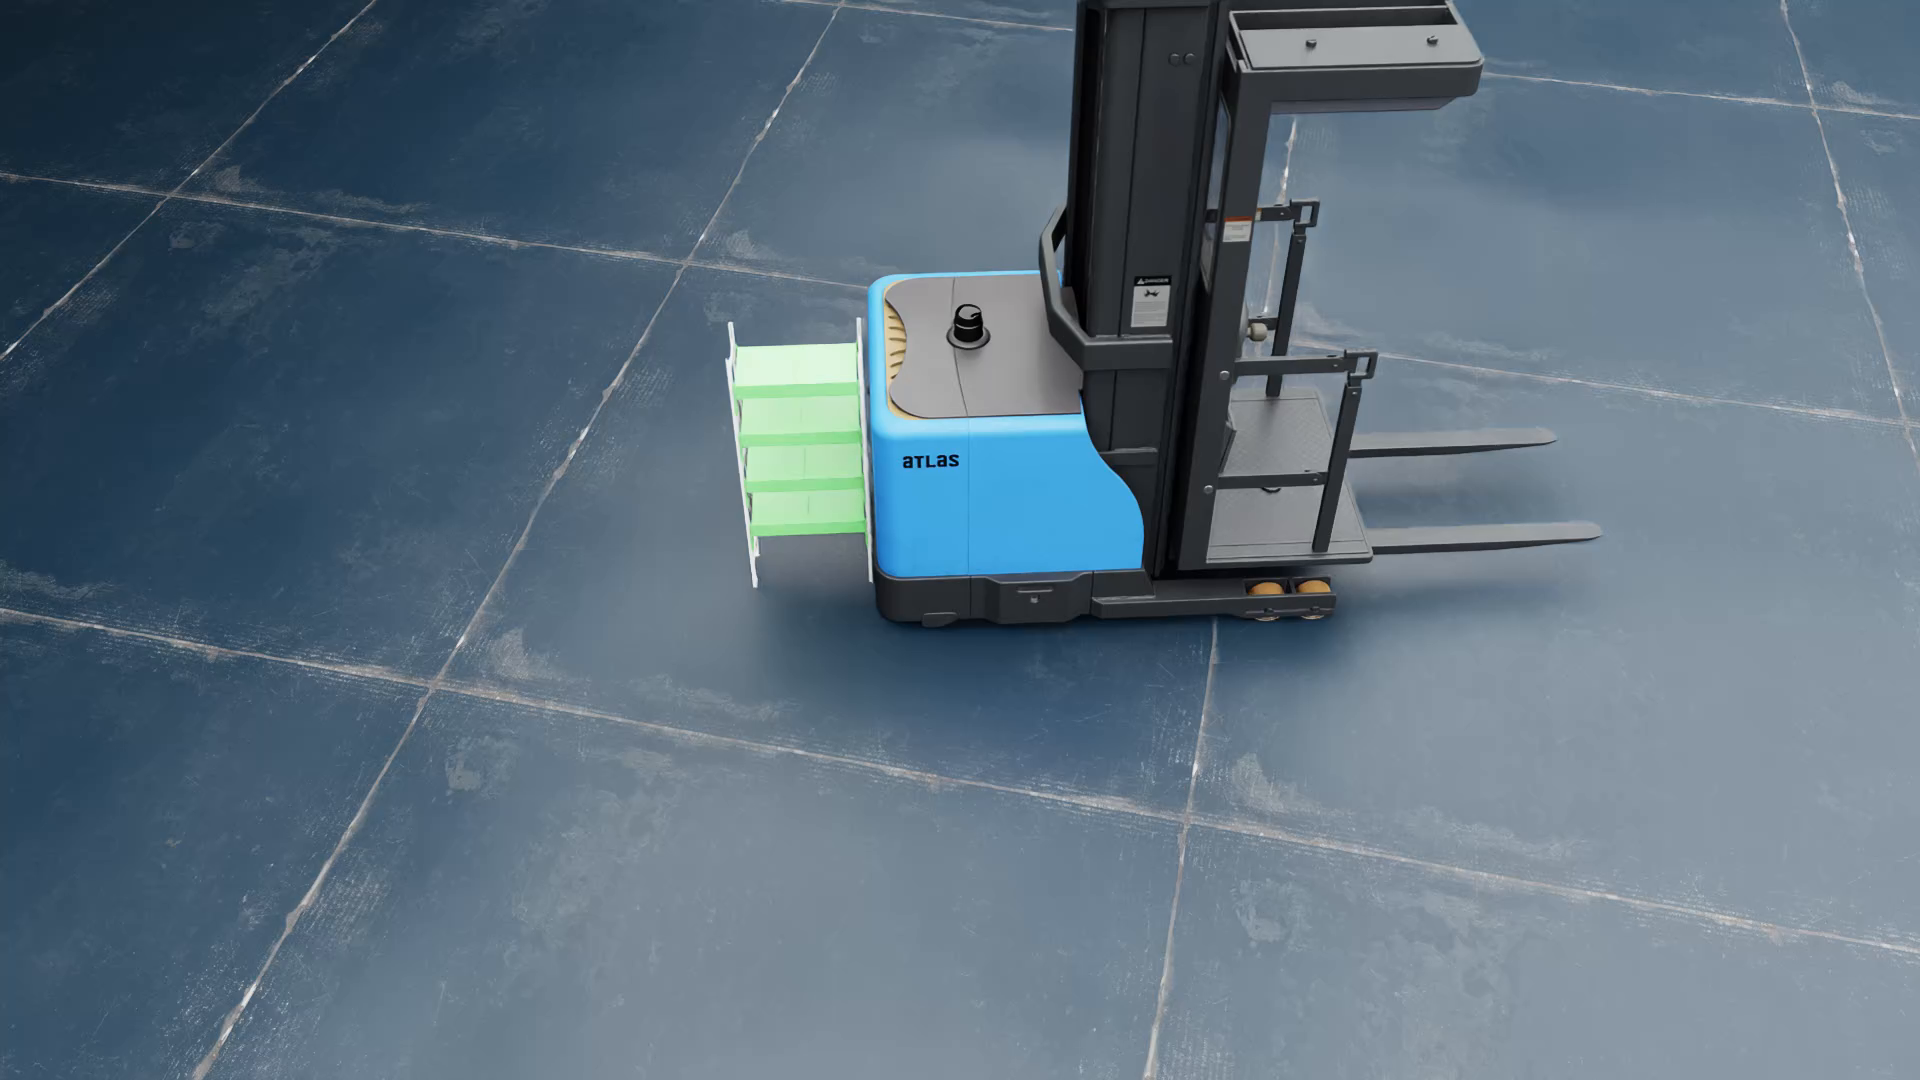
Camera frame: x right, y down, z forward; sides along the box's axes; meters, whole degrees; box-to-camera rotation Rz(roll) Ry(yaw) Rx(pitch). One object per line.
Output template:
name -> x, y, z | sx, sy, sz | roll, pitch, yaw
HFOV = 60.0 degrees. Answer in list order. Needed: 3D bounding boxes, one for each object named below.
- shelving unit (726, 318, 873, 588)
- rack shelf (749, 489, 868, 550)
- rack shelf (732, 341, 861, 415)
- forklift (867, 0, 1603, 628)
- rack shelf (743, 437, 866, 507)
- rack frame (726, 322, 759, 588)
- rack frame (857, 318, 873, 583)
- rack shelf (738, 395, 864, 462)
shelving unit -> -0.625, -0.325, 6.682 | 0.503, 1.200, 0.258 | -2, 44, -2
rack shelf -> -0.625, -0.106, 6.893 | 0.480, 0.148, 0.258 | -2, 44, -2
rack shelf -> -0.625, -0.624, 6.394 | 0.480, 0.148, 0.258 | -2, 44, -2
forklift -> 1.146, -1.089, 6.228 | 3.031, 2.935, 1.130 | -2, 44, -2
rack shelf -> -0.625, -0.279, 6.726 | 0.480, 0.148, 0.258 | -2, 44, -2
rack frame -> -0.869, -0.315, 6.672 | 0.015, 1.200, 0.240 | -2, 44, -2
rack frame -> -0.382, -0.334, 6.692 | 0.015, 1.200, 0.240 | -2, 44, -2
rack shelf -> -0.625, -0.452, 6.560 | 0.480, 0.148, 0.258 | -2, 44, -2
